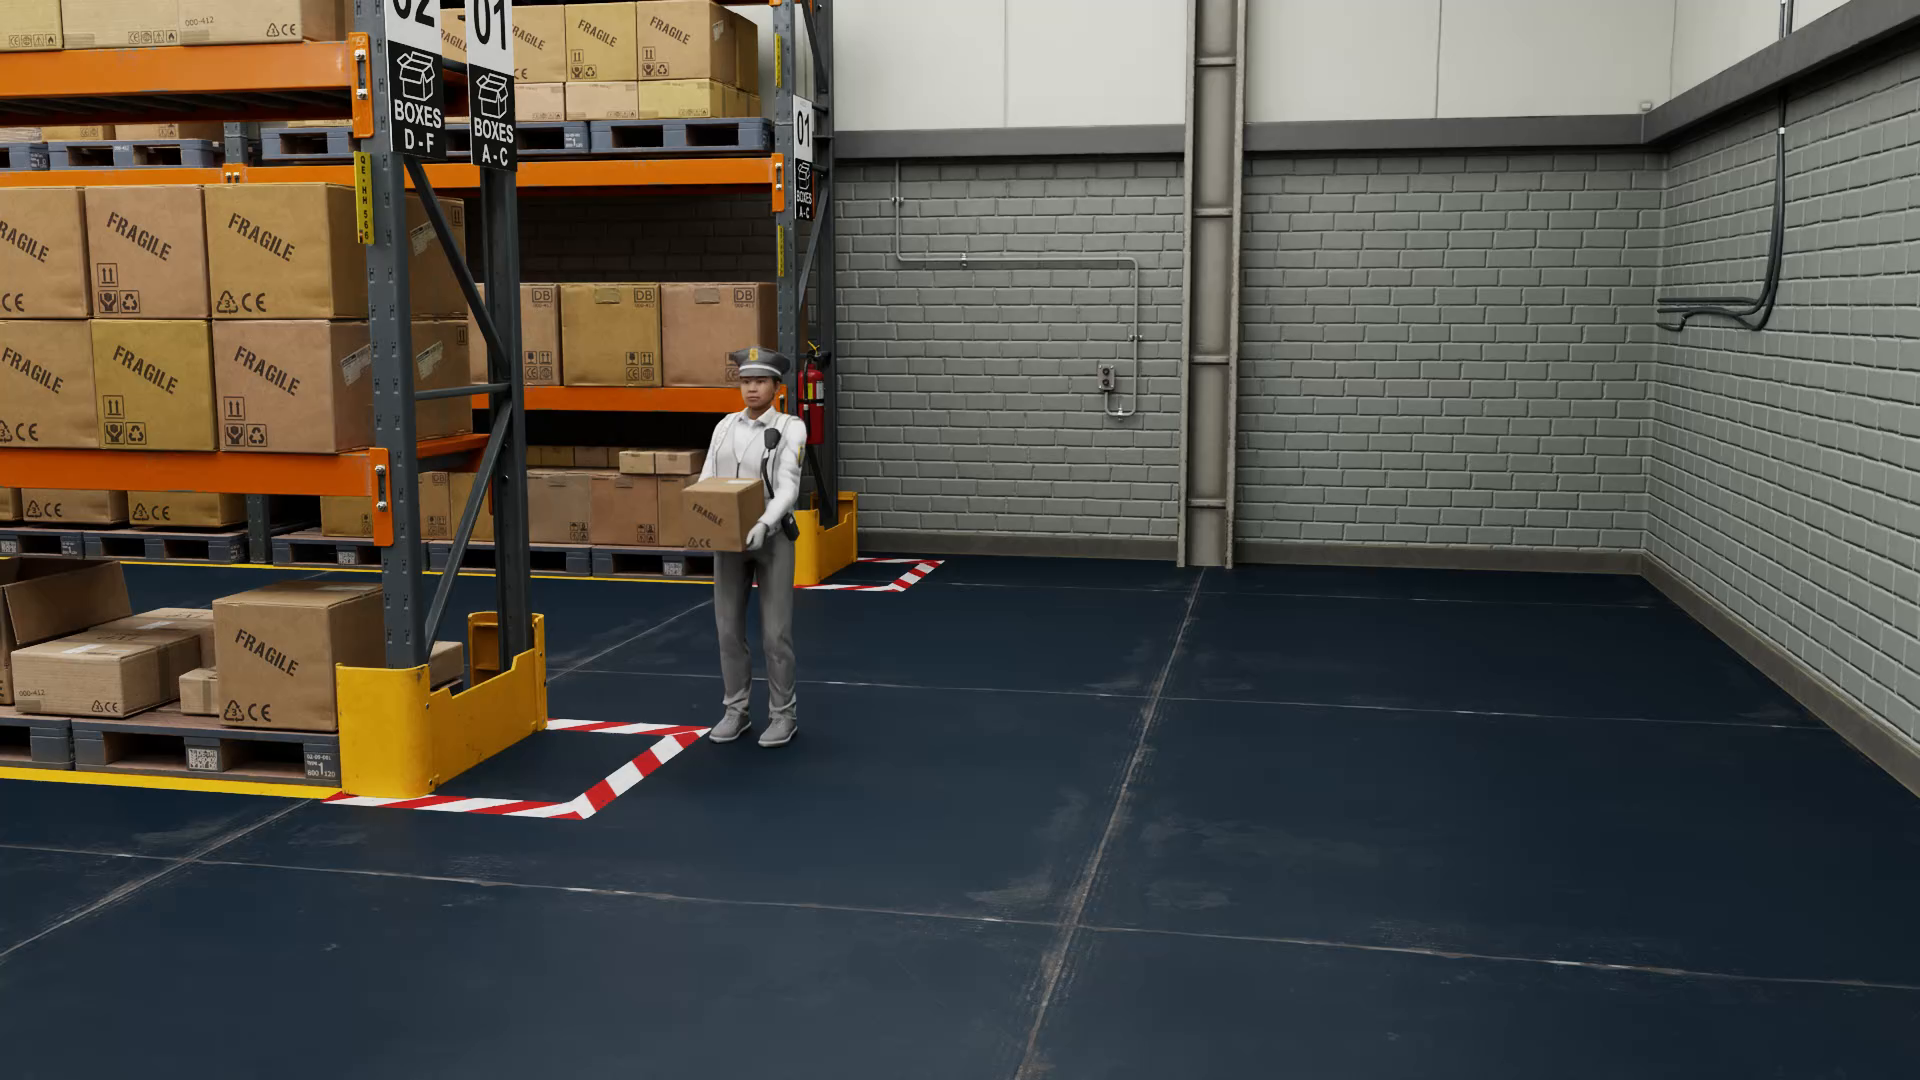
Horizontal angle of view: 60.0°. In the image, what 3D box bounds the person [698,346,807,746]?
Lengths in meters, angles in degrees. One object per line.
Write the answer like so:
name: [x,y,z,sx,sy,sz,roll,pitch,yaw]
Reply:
person: [-0.904,0.030,7.036,0.459,1.688,0.543,3,9,19]
